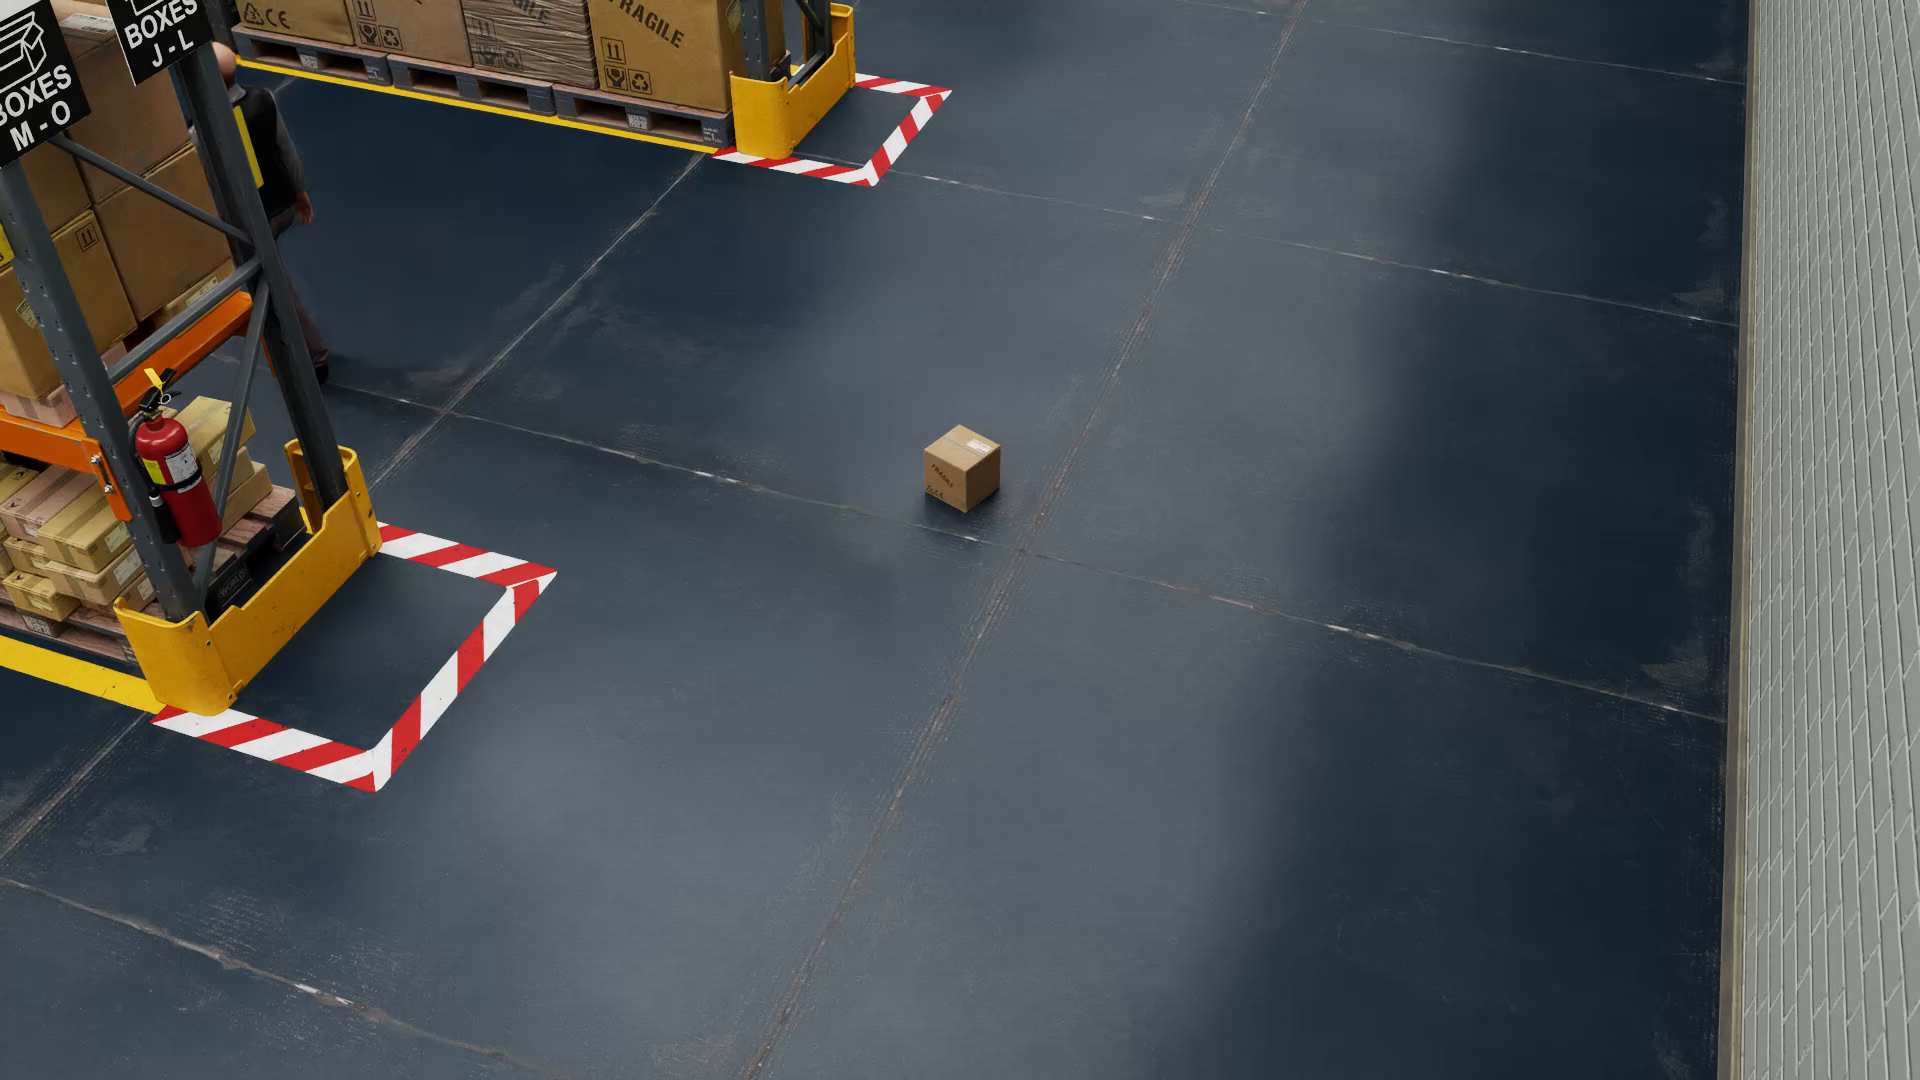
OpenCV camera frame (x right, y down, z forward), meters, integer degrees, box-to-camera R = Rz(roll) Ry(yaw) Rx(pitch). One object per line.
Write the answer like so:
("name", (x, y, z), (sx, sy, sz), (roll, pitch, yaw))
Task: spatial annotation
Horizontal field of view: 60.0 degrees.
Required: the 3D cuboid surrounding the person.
("person", (-3.392, -1.533, 7.922), (0.527, 1.765, 0.553), (13, 43, 15))
